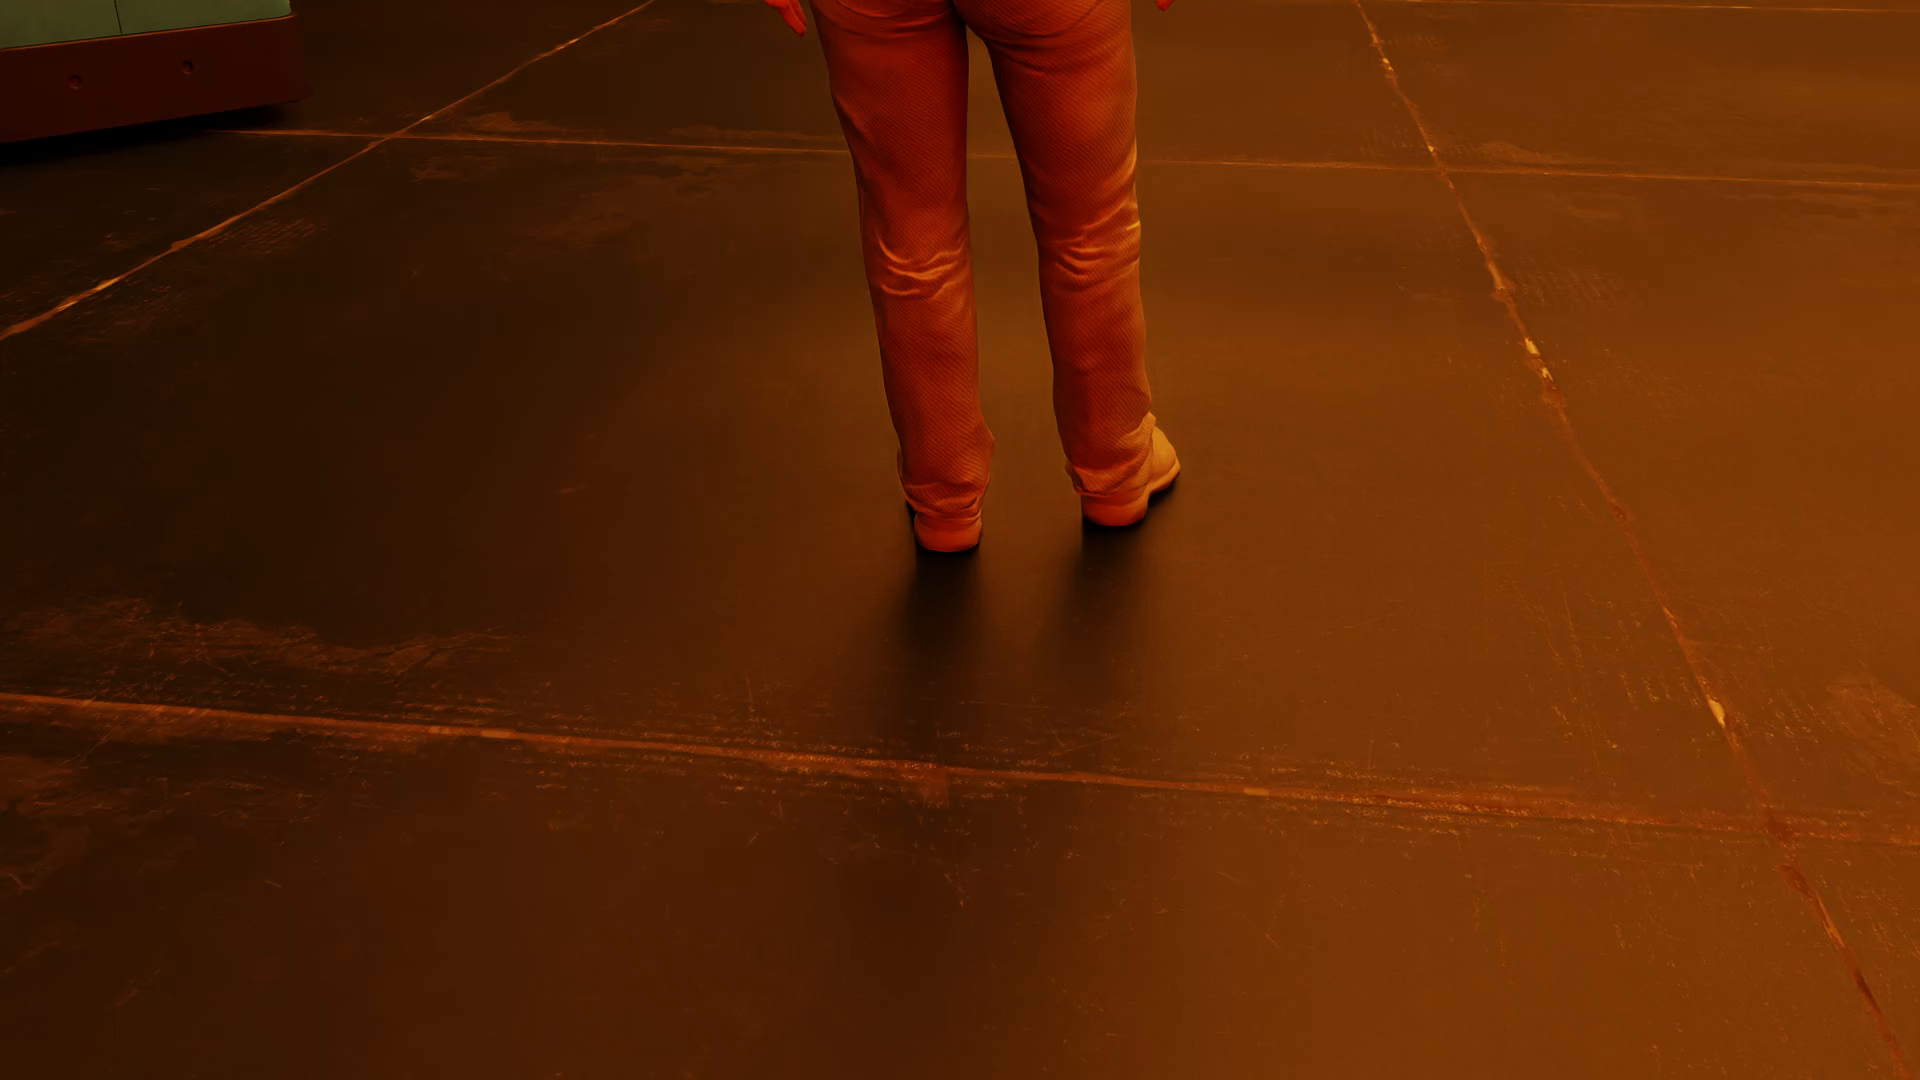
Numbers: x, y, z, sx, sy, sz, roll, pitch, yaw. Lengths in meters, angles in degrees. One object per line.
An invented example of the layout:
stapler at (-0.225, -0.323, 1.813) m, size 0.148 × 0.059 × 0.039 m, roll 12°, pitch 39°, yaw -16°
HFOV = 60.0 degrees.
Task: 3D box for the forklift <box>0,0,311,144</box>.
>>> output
forklift at (-3.328, -2.921, 5.073) m, size 1.130 × 2.935 × 3.031 m, roll -22°, pitch 34°, yaw -37°

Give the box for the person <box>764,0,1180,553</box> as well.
person at (0.016, -0.828, 2.156) m, size 0.634 × 1.775 × 0.566 m, roll 3°, pitch 27°, yaw 7°
